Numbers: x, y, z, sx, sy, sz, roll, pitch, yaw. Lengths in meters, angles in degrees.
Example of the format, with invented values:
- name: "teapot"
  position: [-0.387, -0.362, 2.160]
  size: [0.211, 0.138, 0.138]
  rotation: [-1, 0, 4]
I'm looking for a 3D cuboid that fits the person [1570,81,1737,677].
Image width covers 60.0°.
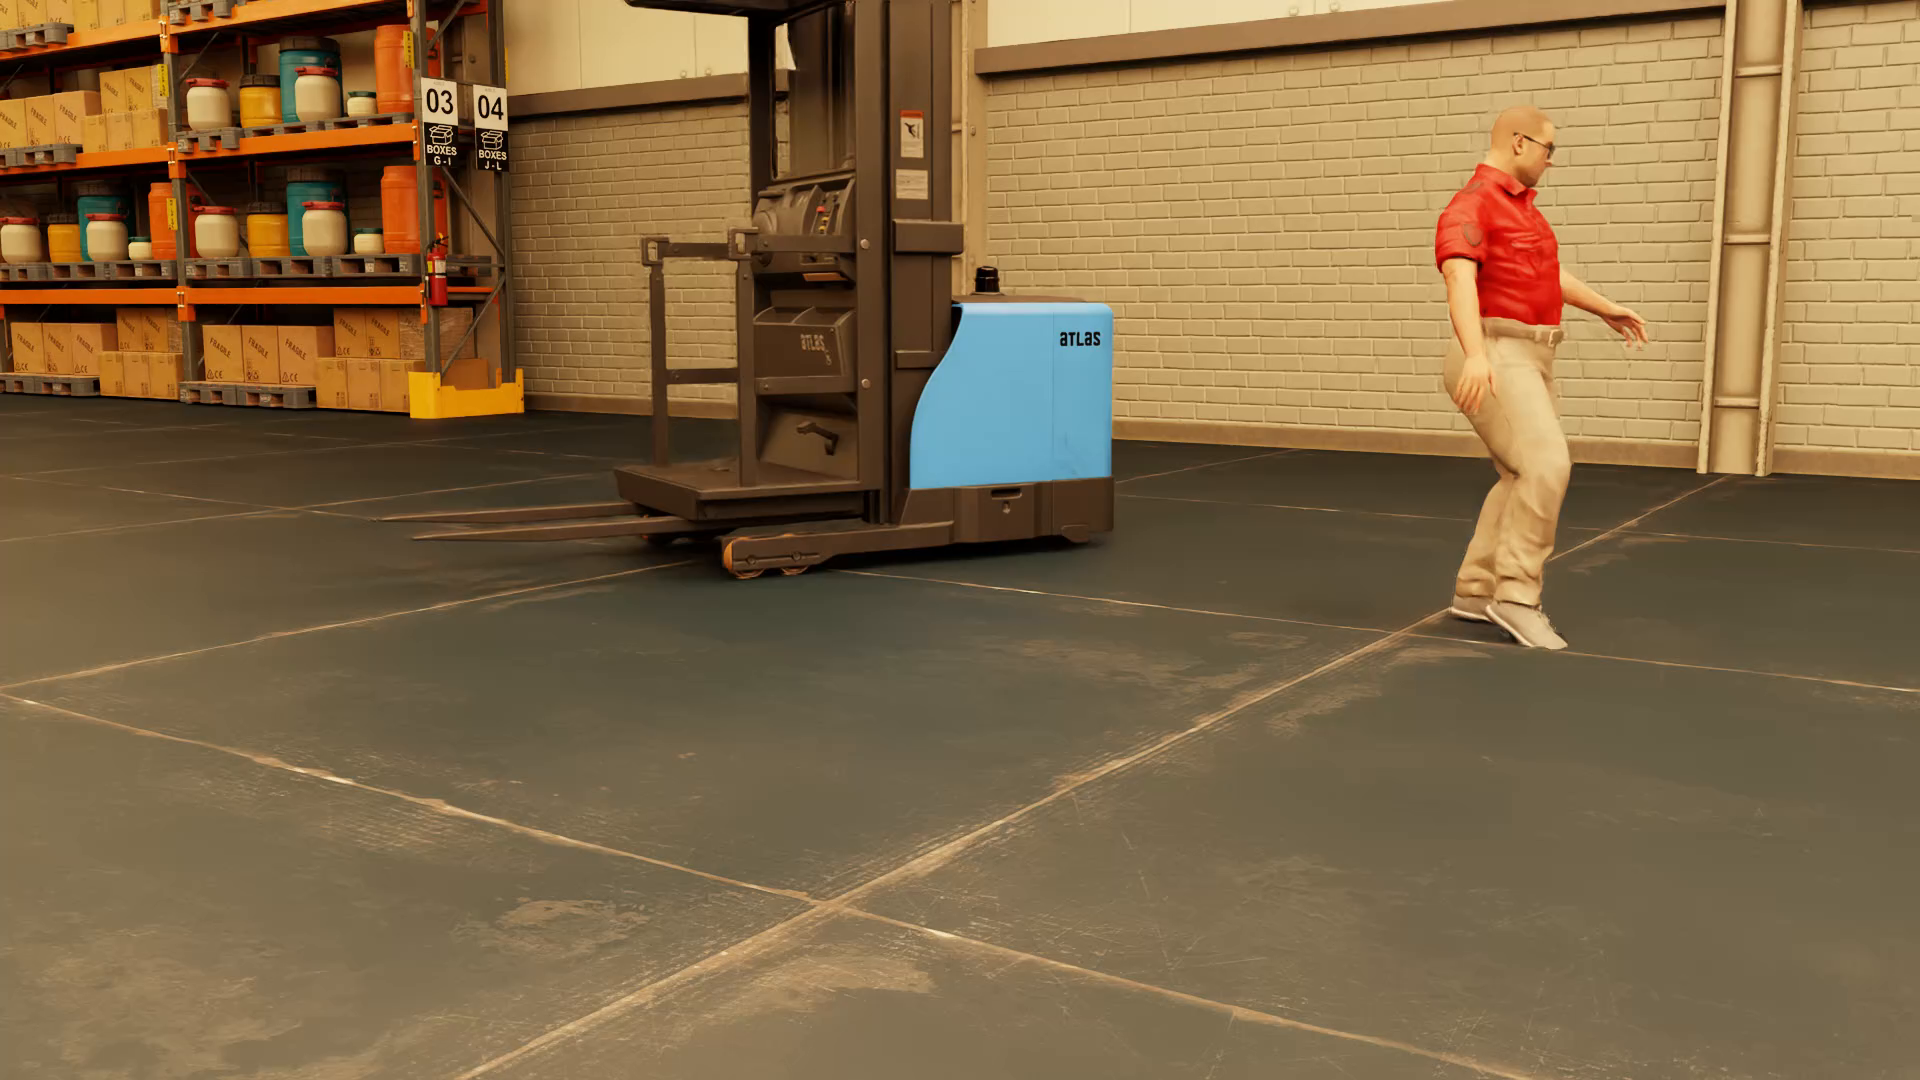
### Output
- name: "person"
  position: [2.159, -0.504, 4.994]
  size: [0.628, 1.735, 0.529]
  rotation: [-7, 10, -39]

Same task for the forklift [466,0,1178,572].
- name: "forklift"
  position: [-0.544, -1.407, 7.090]
  size: [3.031, 2.935, 1.130]
  rotation: [-5, 9, -29]
